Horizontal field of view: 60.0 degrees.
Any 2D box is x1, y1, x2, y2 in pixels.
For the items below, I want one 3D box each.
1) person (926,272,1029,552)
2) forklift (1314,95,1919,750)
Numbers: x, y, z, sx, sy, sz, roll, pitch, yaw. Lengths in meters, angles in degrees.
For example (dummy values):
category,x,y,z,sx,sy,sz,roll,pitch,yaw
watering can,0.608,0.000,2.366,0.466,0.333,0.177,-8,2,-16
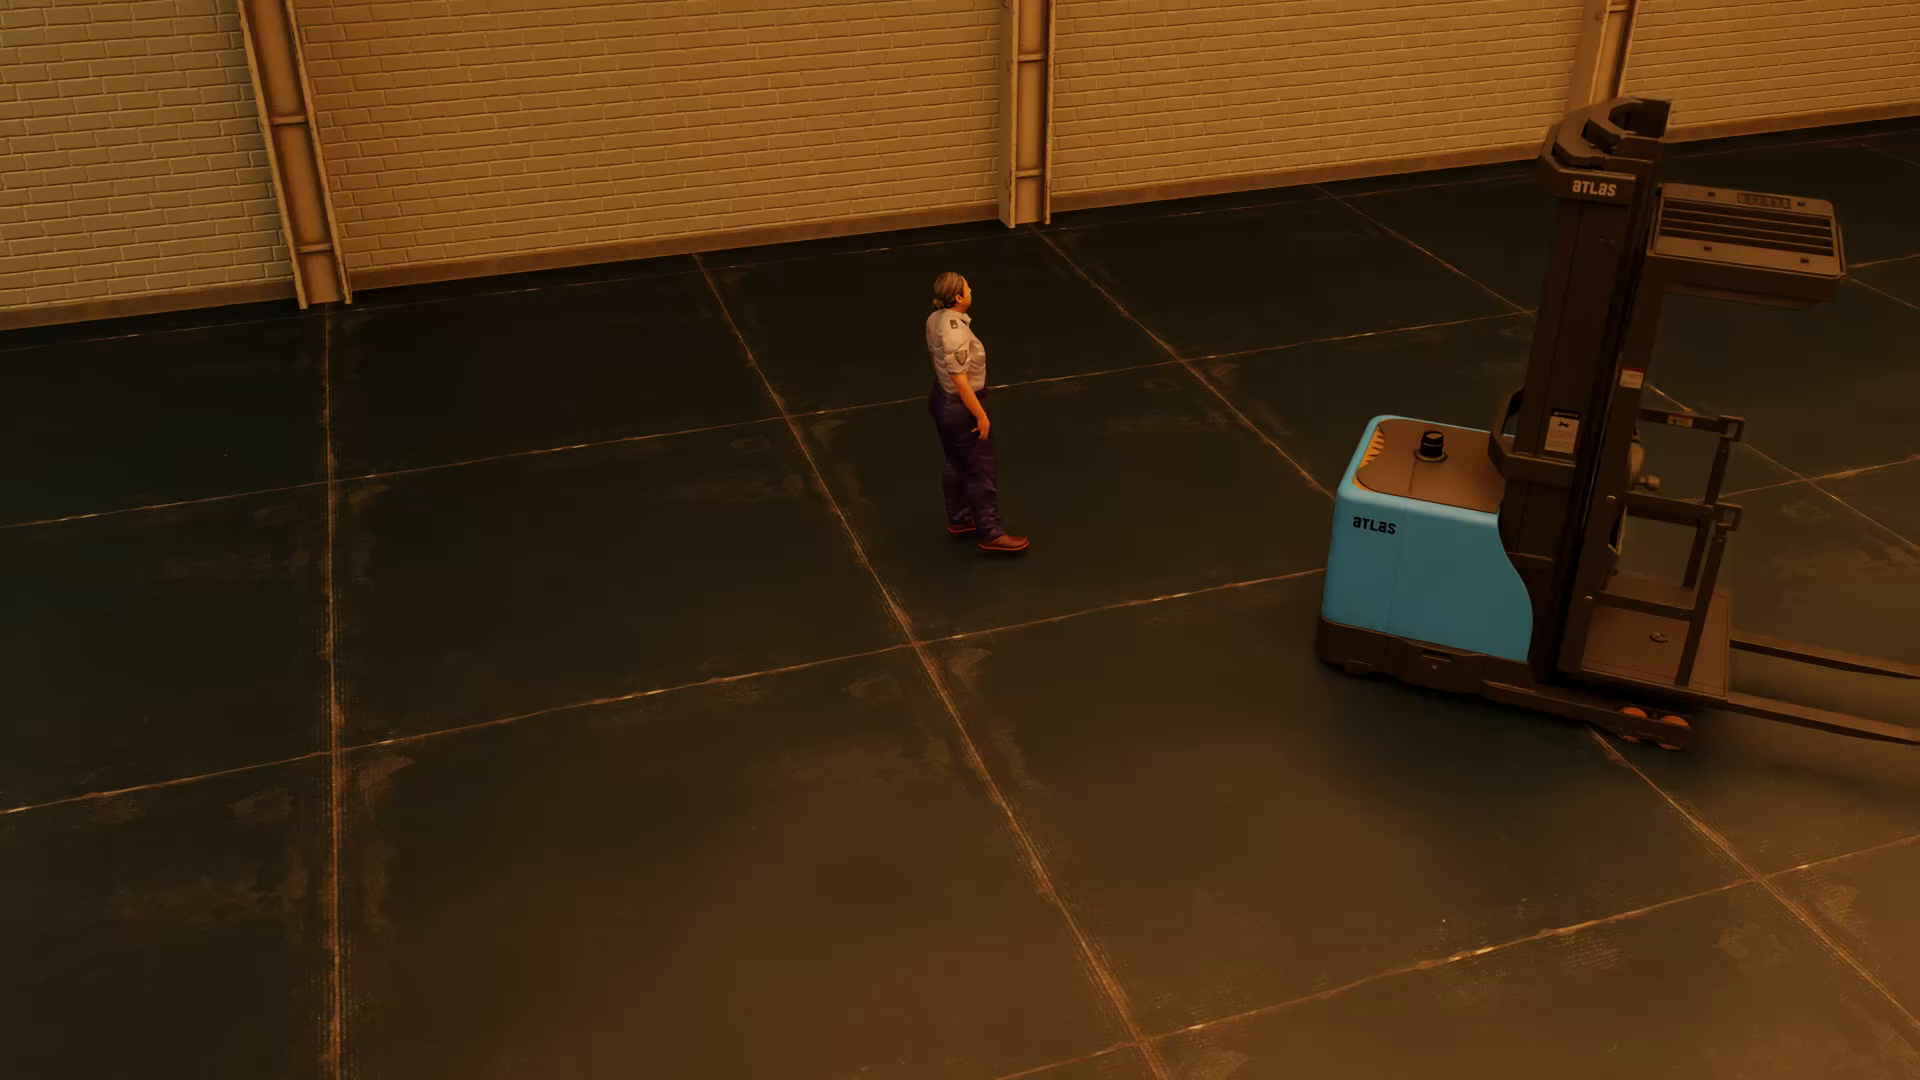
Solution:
category,x,y,z,sx,sy,sz,roll,pitch,yaw
person,0.092,-0.759,9.597,0.503,1.651,0.598,-10,31,-16
forklift,3.453,-0.534,8.016,3.031,2.935,1.130,12,32,20
